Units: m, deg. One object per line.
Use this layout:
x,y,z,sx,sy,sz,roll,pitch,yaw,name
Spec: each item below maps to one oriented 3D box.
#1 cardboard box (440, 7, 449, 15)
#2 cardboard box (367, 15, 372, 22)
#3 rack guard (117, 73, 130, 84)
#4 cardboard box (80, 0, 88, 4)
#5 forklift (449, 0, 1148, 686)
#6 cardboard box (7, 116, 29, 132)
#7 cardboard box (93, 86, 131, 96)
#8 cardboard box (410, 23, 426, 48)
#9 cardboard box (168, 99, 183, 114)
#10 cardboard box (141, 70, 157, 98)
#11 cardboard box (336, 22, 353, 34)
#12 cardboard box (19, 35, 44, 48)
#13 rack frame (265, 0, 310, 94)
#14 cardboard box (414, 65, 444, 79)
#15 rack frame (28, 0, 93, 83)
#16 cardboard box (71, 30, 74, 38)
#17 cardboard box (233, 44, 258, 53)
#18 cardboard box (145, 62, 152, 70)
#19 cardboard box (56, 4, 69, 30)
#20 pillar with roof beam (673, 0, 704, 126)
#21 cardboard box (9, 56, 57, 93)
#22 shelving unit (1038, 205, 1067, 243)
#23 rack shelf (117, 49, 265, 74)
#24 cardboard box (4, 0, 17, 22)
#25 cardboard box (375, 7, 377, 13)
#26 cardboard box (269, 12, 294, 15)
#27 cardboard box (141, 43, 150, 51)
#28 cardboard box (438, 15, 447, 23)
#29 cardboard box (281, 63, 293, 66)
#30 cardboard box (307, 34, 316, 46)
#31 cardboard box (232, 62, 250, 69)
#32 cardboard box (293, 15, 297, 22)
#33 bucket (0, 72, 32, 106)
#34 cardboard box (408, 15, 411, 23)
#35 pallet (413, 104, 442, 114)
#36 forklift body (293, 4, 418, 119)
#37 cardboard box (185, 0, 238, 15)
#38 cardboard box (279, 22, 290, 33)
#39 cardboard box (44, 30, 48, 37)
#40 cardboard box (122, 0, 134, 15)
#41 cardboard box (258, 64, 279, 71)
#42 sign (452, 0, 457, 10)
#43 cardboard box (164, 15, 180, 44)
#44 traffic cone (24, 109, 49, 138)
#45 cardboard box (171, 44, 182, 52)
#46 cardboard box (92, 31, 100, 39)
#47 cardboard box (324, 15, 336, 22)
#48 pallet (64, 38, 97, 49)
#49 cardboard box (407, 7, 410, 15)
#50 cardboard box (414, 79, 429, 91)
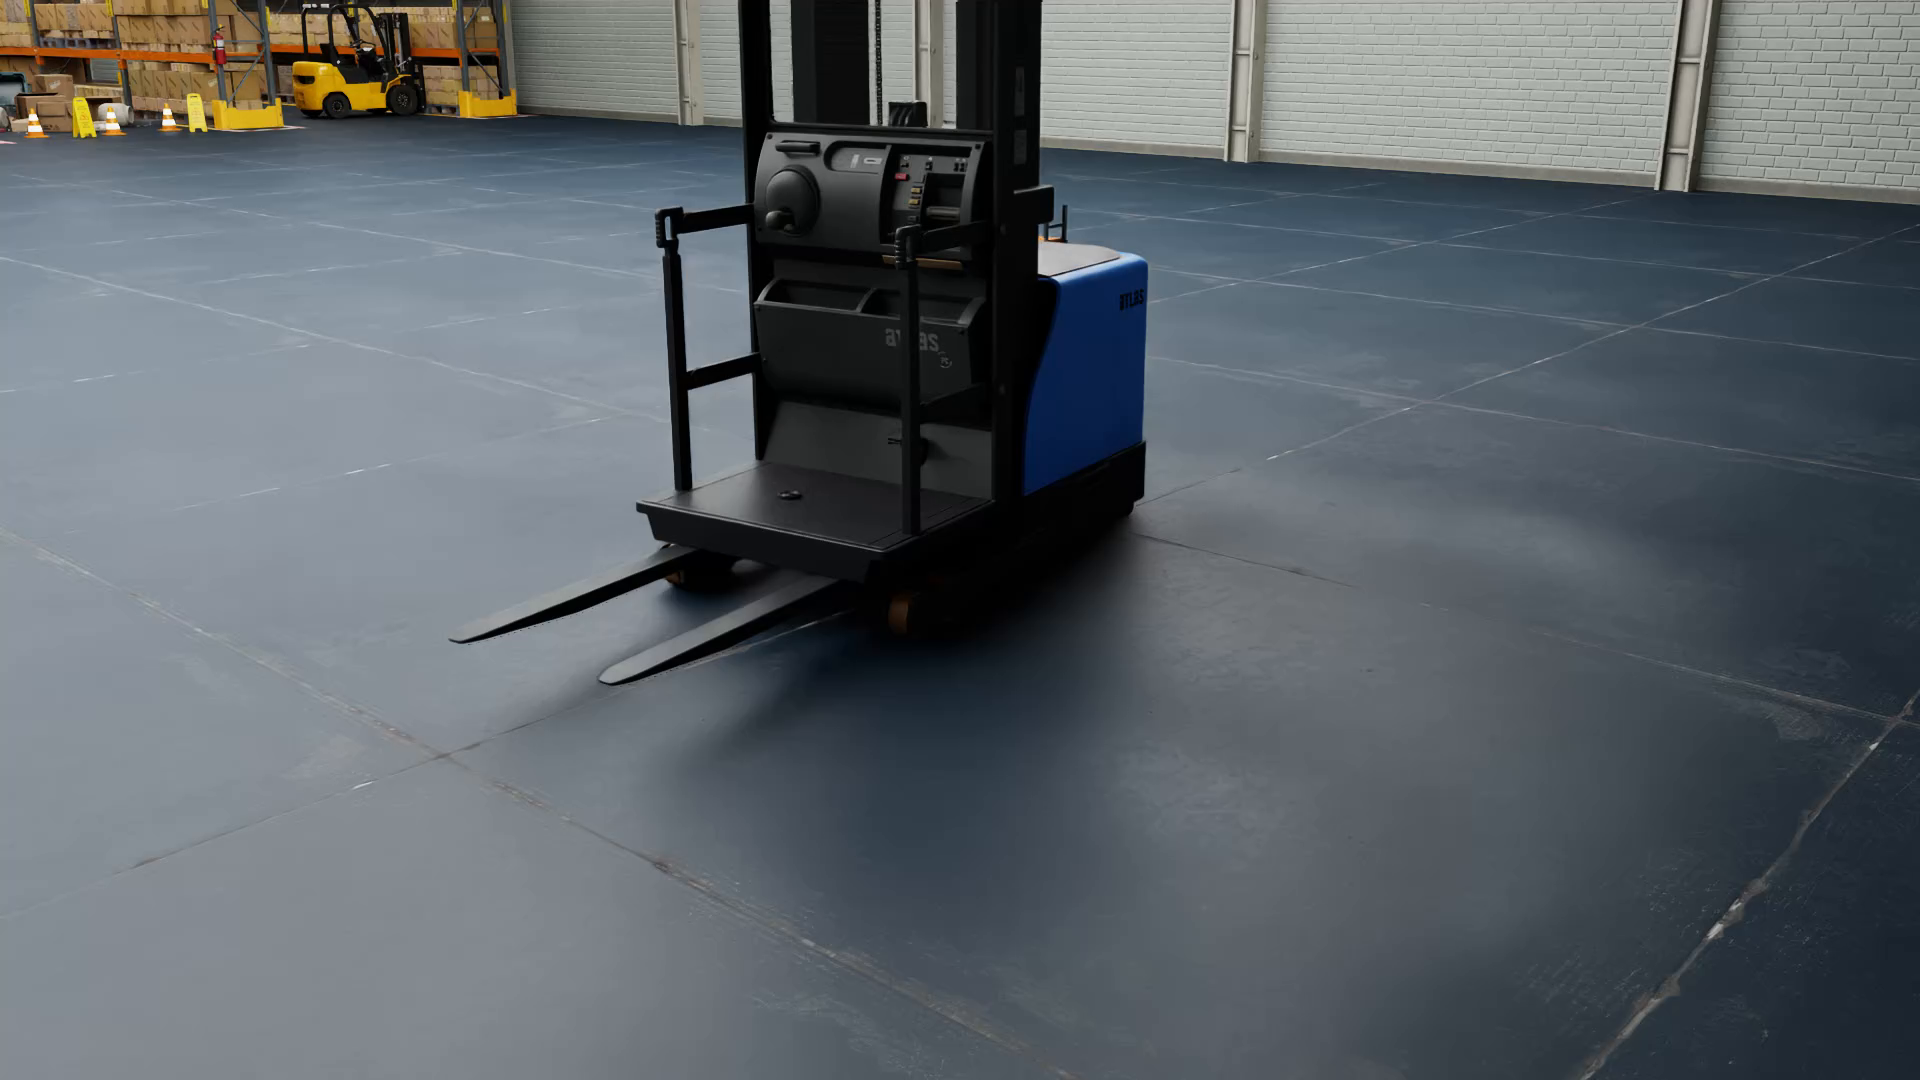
-10.185,-10.607,33.347,0.250,0.149,0.380,15,23,39,cardboard box
-12.305,-11.027,35.161,0.250,0.149,0.380,16,23,41,cardboard box
-21.482,-12.048,43.748,0.348,0.500,1.175,15,23,39,rack guard
-17.096,-10.647,32.778,0.250,0.149,0.380,14,22,37,cardboard box
-0.438,-1.226,5.628,1.130,2.935,3.031,11,21,31,forklift
-16.558,-7.350,29.331,0.396,0.266,0.258,-13,22,-36,cardboard box
-16.790,-8.917,33.401,0.950,0.372,0.625,-17,24,-42,cardboard box
-10.880,-10.338,34.063,0.500,0.500,0.500,14,23,38,cardboard box
-14.425,-8.119,31.087,0.500,0.250,0.500,14,22,37,cardboard box
-15.186,-8.684,31.628,0.500,0.500,0.500,16,24,41,cardboard box
-13.101,-11.053,35.901,0.500,0.250,0.500,14,23,38,cardboard box
-19.398,-10.496,34.973,0.500,0.250,0.500,14,22,37,cardboard box
-15.556,-11.648,38.357,0.127,3.000,1.000,15,23,39,rack frame
-10.893,-9.630,34.196,0.500,0.250,0.500,15,23,40,cardboard box
-18.848,-10.525,34.816,0.127,3.000,1.000,15,23,39,rack frame
-17.703,-10.229,33.607,0.250,0.149,0.380,16,24,41,cardboard box
-12.981,-8.914,30.155,0.250,0.149,0.380,15,23,39,cardboard box
-15.155,-8.957,31.414,0.250,0.149,0.380,16,24,41,cardboard box
-17.869,-10.563,33.586,0.500,0.500,0.500,16,23,40,cardboard box
-7.865,-11.067,26.606,0.400,9.000,9.100,15,23,39,pillar with roof beam
-19.973,-10.050,36.137,0.875,0.875,0.875,15,23,40,cardboard box
0.179,-0.886,7.402,0.503,1.200,0.258,8,17,23,shelving unit
-14.360,-8.977,31.128,4.000,0.370,1.077,15,23,39,rack shelf
-19.797,-11.195,35.109,0.500,0.500,0.500,16,23,40,cardboard box
-12.070,-11.132,34.999,0.250,0.149,0.380,14,23,38,cardboard box
-15.837,-12.035,38.715,0.500,0.500,0.500,16,24,42,cardboard box
-15.229,-9.323,31.445,0.250,0.149,0.380,16,24,41,cardboard box
-10.228,-10.450,33.342,0.250,0.149,0.380,16,23,40,cardboard box
-15.739,-11.142,39.125,0.250,0.149,0.380,17,24,42,cardboard box
-14.236,-11.124,36.952,0.500,0.250,0.500,16,24,41,cardboard box
-17.066,-11.281,39.564,0.250,0.149,0.380,14,22,37,cardboard box
-14.691,-11.682,37.225,0.250,0.149,0.380,15,23,40,cardboard box
-17.434,-8.240,30.515,0.726,0.611,0.620,-9,10,-27,bucket
-11.120,-10.728,34.218,0.250,0.149,0.380,15,23,39,cardboard box
-11.080,-9.102,34.943,1.213,0.211,1.003,15,23,39,pallet
-12.201,-9.606,33.323,1.214,2.155,2.313,15,23,39,forklift body
-13.391,-9.638,29.710,0.500,0.500,0.700,14,23,38,cardboard box
-15.012,-11.570,37.531,0.500,0.250,0.500,16,24,41,cardboard box
-18.728,-10.498,34.452,0.250,0.149,0.380,13,22,36,cardboard box
-15.303,-10.143,31.302,0.500,0.500,0.700,15,23,40,cardboard box
-16.093,-11.008,38.705,0.250,0.149,0.380,14,22,37,cardboard box
-9.943,-10.587,32.706,0.005,0.325,0.100,15,23,39,sign
-14.196,-9.357,30.480,0.500,0.500,0.500,15,23,39,cardboard box
-15.529,-6.997,27.894,0.334,0.463,0.336,15,23,39,traffic cone
-14.289,-9.066,30.636,0.250,0.149,0.380,15,23,39,cardboard box
-16.826,-9.943,32.705,0.250,0.149,0.380,15,23,38,cardboard box
-13.605,-11.352,36.185,0.250,0.149,0.380,14,22,38,cardboard box
-17.340,-10.045,33.621,1.213,0.211,1.003,15,23,39,pallet
-11.131,-10.872,34.180,0.250,0.149,0.380,15,23,40,cardboard box
-10.912,-9.399,34.294,0.500,0.250,0.500,14,23,38,cardboard box
